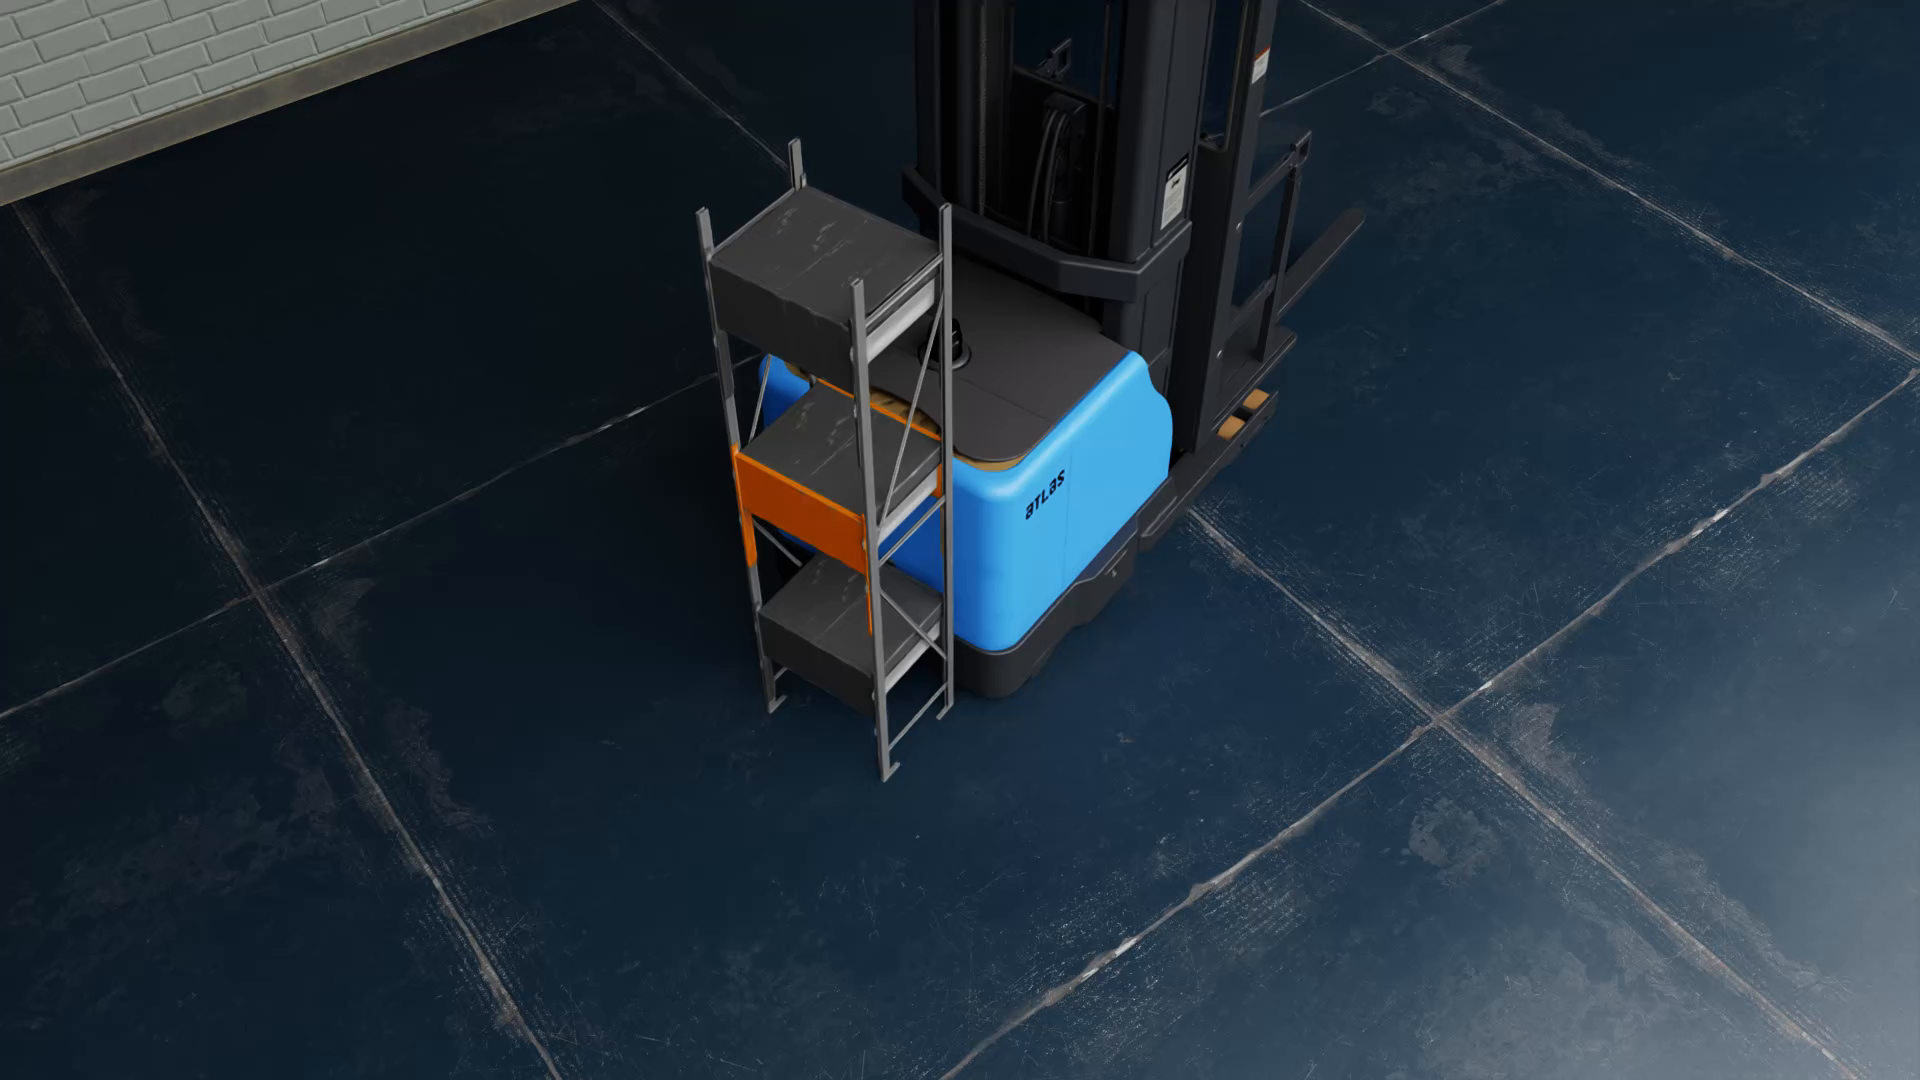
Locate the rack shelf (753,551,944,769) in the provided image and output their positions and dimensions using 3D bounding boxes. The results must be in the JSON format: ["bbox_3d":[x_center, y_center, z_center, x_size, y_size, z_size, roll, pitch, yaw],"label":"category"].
[{"bbox_3d":[-0.342,0.354,5.475,0.480,0.518,0.431,28,53,23],"label":"rack shelf"}]

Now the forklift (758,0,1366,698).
[{"bbox_3d":[0.608,-1.500,5.632,1.130,2.935,3.031,28,54,23],"label":"forklift"}]

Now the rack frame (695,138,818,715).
[{"bbox_3d":[-0.541,-0.230,5.041,0.015,2.100,0.400,28,53,23],"label":"rack frame"}]

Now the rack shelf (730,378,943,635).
[{"bbox_3d":[-0.342,-0.117,4.957,0.480,0.518,0.431,28,53,23],"label":"rack shelf"}]

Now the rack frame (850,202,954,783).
[{"bbox_3d":[-0.142,-0.021,4.852,0.015,2.100,0.400,28,53,23],"label":"rack frame"}]

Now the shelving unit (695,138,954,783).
[{"bbox_3d":[-0.342,-0.126,4.947,0.503,2.100,0.431,28,53,23],"label":"shelving unit"}]

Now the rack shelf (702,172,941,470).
[{"bbox_3d":[-0.342,-0.587,4.438,0.480,0.518,0.431,28,53,23],"label":"rack shelf"}]
